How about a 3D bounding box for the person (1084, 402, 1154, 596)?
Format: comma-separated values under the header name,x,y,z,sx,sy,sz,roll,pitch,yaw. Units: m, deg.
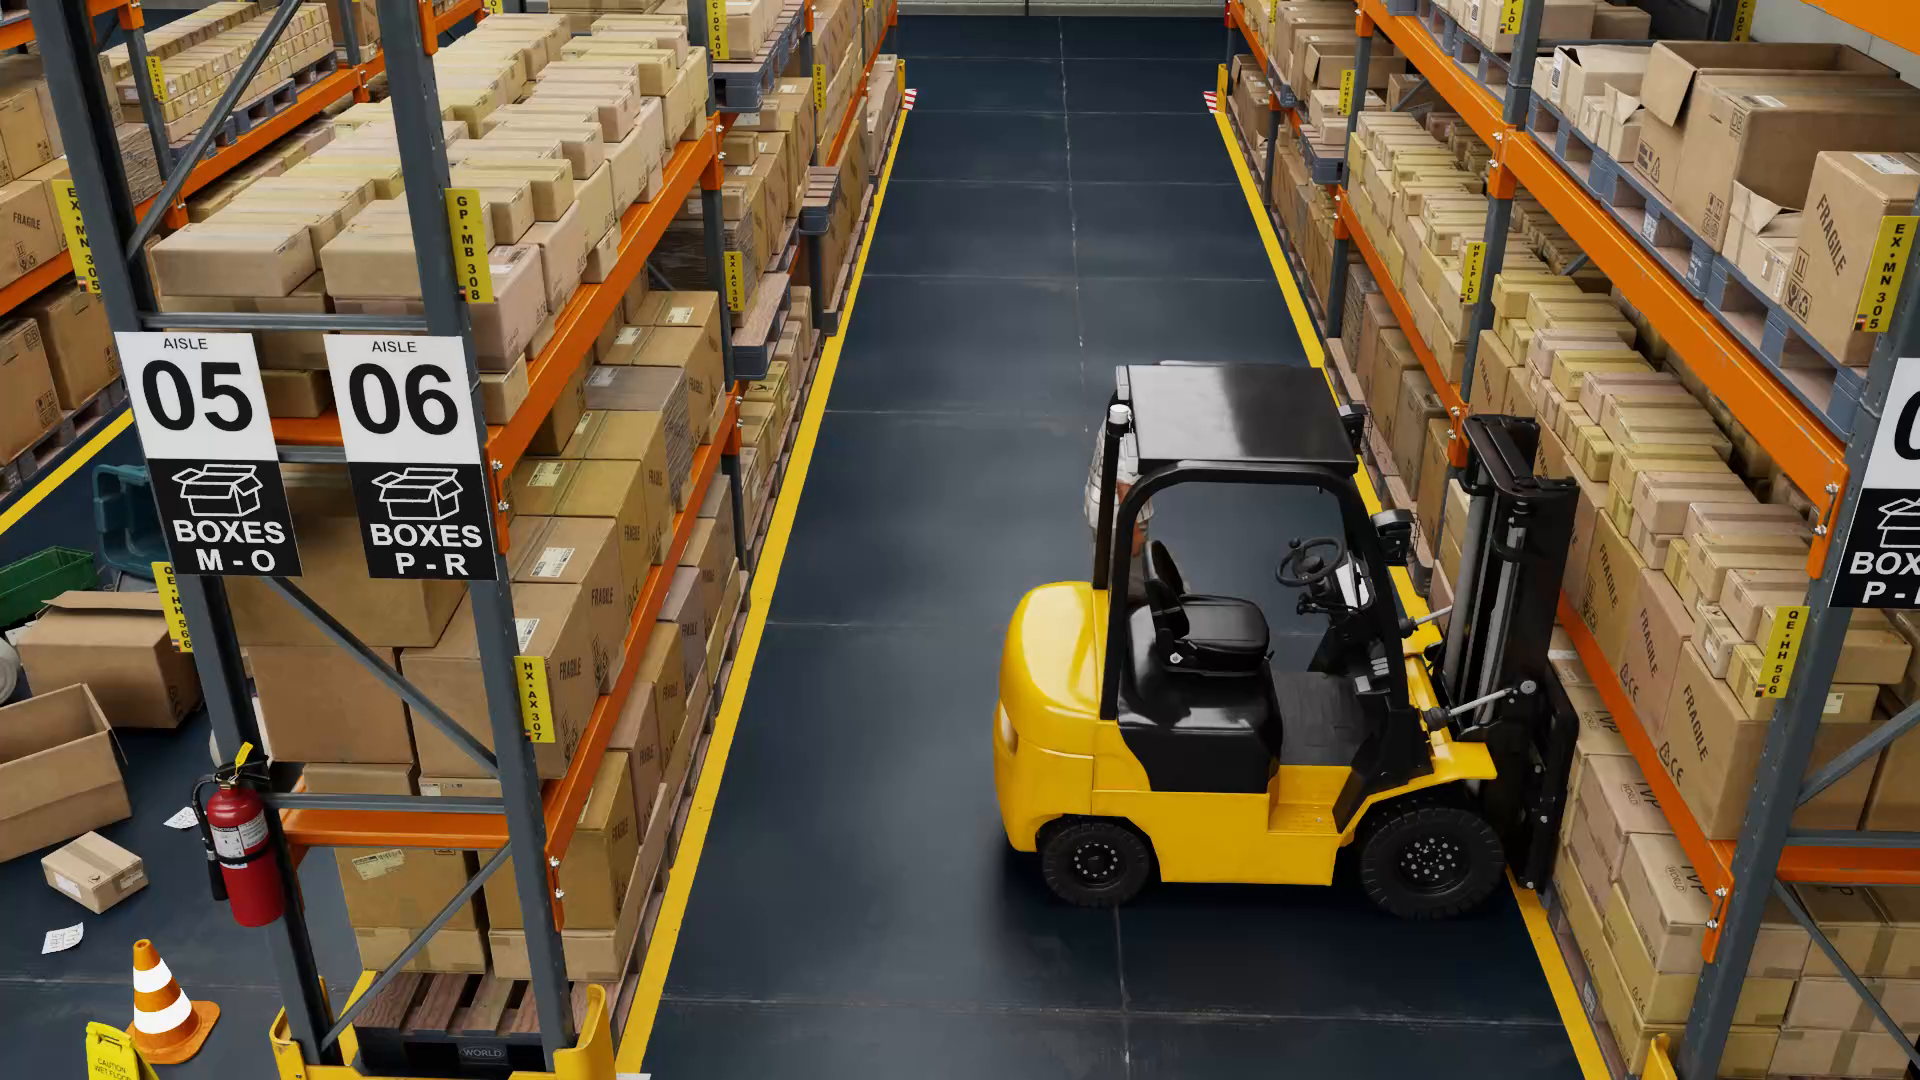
name,x,y,z,sx,sy,sz,roll,pitch,yaw
person,0.867,-0.111,8.839,0.403,1.651,0.558,-1,28,-1
